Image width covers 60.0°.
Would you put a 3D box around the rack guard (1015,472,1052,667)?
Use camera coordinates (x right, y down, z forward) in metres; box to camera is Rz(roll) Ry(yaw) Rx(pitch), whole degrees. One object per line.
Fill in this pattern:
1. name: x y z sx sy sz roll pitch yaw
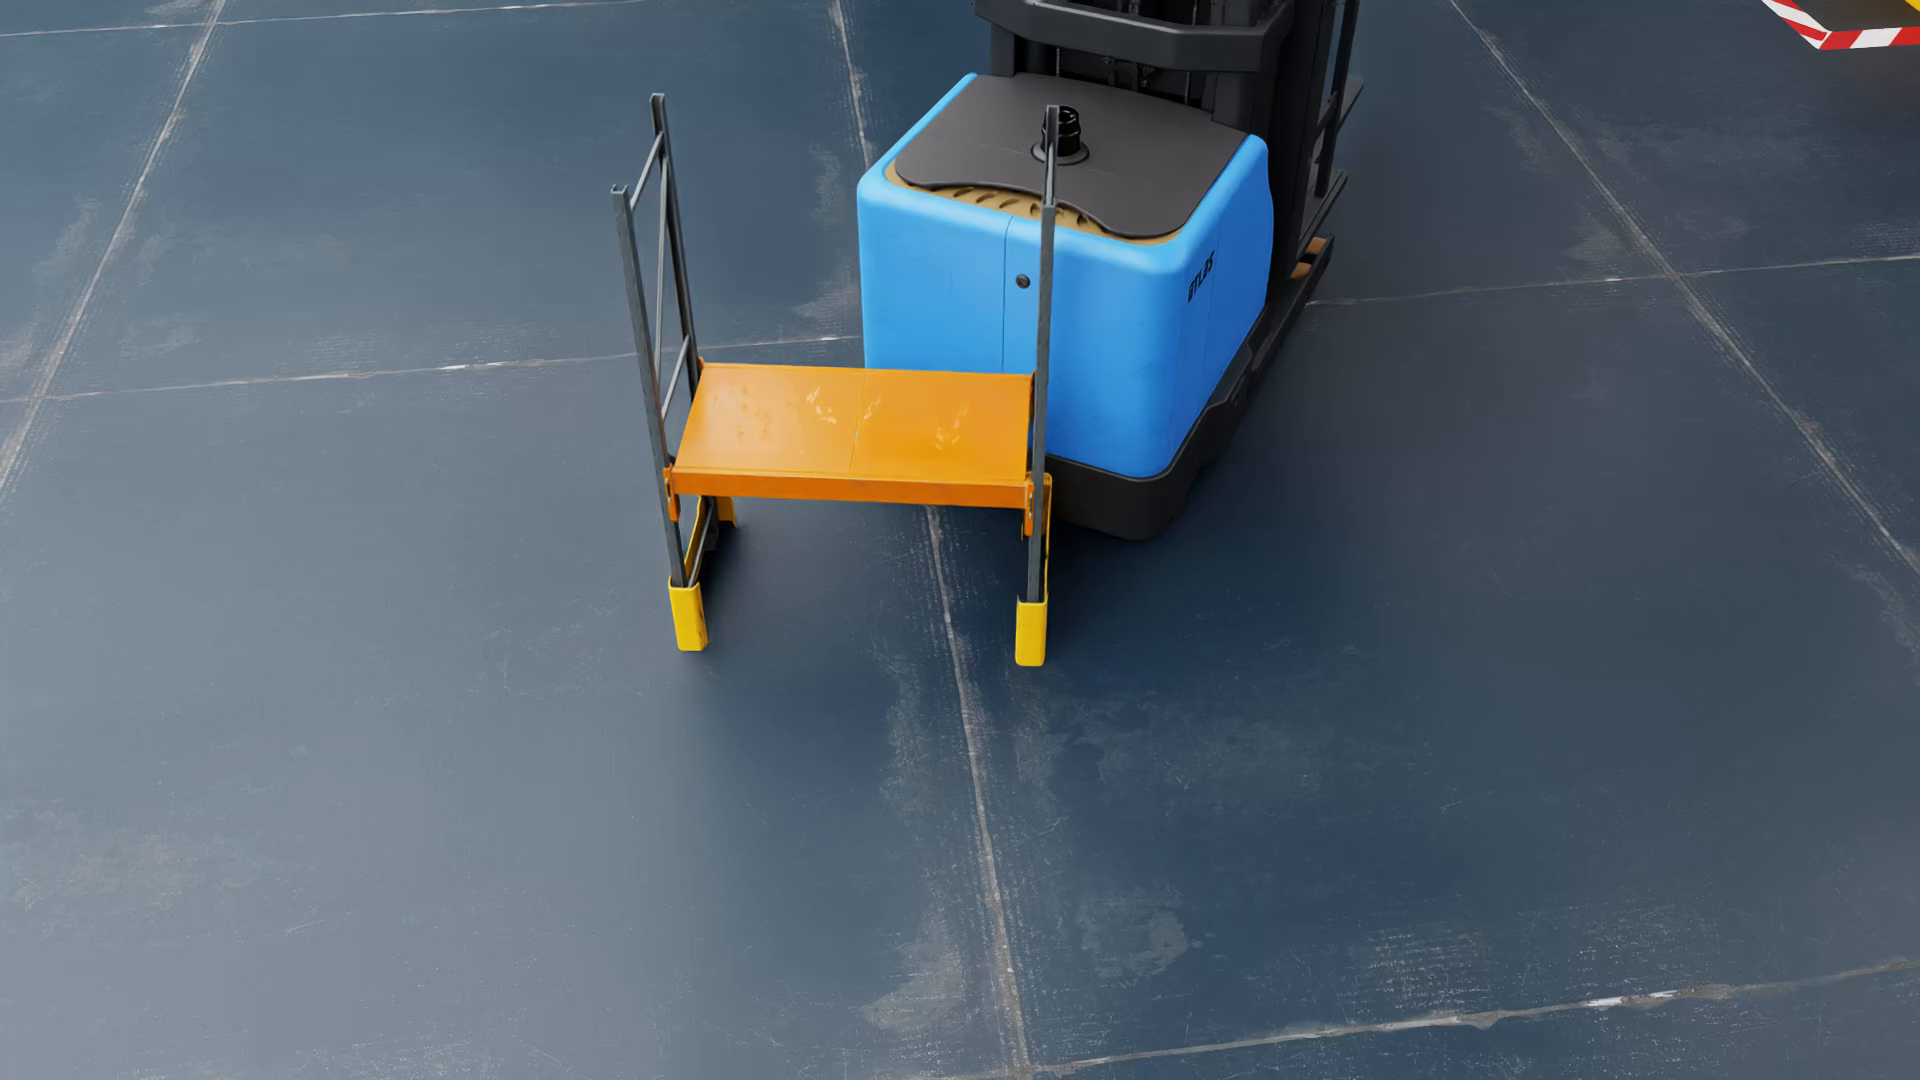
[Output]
1. rack guard: 0.221 0.080 4.975 0.087 0.250 0.587 2 42 3

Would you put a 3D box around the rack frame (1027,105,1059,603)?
1. rack frame: 0.222 -0.384 4.556 0.032 1.500 0.500 2 42 3

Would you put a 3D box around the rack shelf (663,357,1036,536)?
1. rack shelf: -0.285 -0.272 4.700 1.000 0.185 0.538 2 42 3

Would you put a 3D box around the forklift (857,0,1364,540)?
1. forklift: 0.770 -2.077 5.364 1.130 2.935 3.031 18 45 19

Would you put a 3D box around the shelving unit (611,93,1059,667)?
1. shelving unit: -0.276 -0.405 4.580 1.083 1.500 0.587 2 42 3

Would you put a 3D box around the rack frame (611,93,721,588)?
1. rack frame: -0.792 -0.427 4.604 0.032 1.500 0.500 2 42 3

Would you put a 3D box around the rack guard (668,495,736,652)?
1. rack guard: -0.773 0.038 5.021 0.087 0.250 0.587 2 42 3
